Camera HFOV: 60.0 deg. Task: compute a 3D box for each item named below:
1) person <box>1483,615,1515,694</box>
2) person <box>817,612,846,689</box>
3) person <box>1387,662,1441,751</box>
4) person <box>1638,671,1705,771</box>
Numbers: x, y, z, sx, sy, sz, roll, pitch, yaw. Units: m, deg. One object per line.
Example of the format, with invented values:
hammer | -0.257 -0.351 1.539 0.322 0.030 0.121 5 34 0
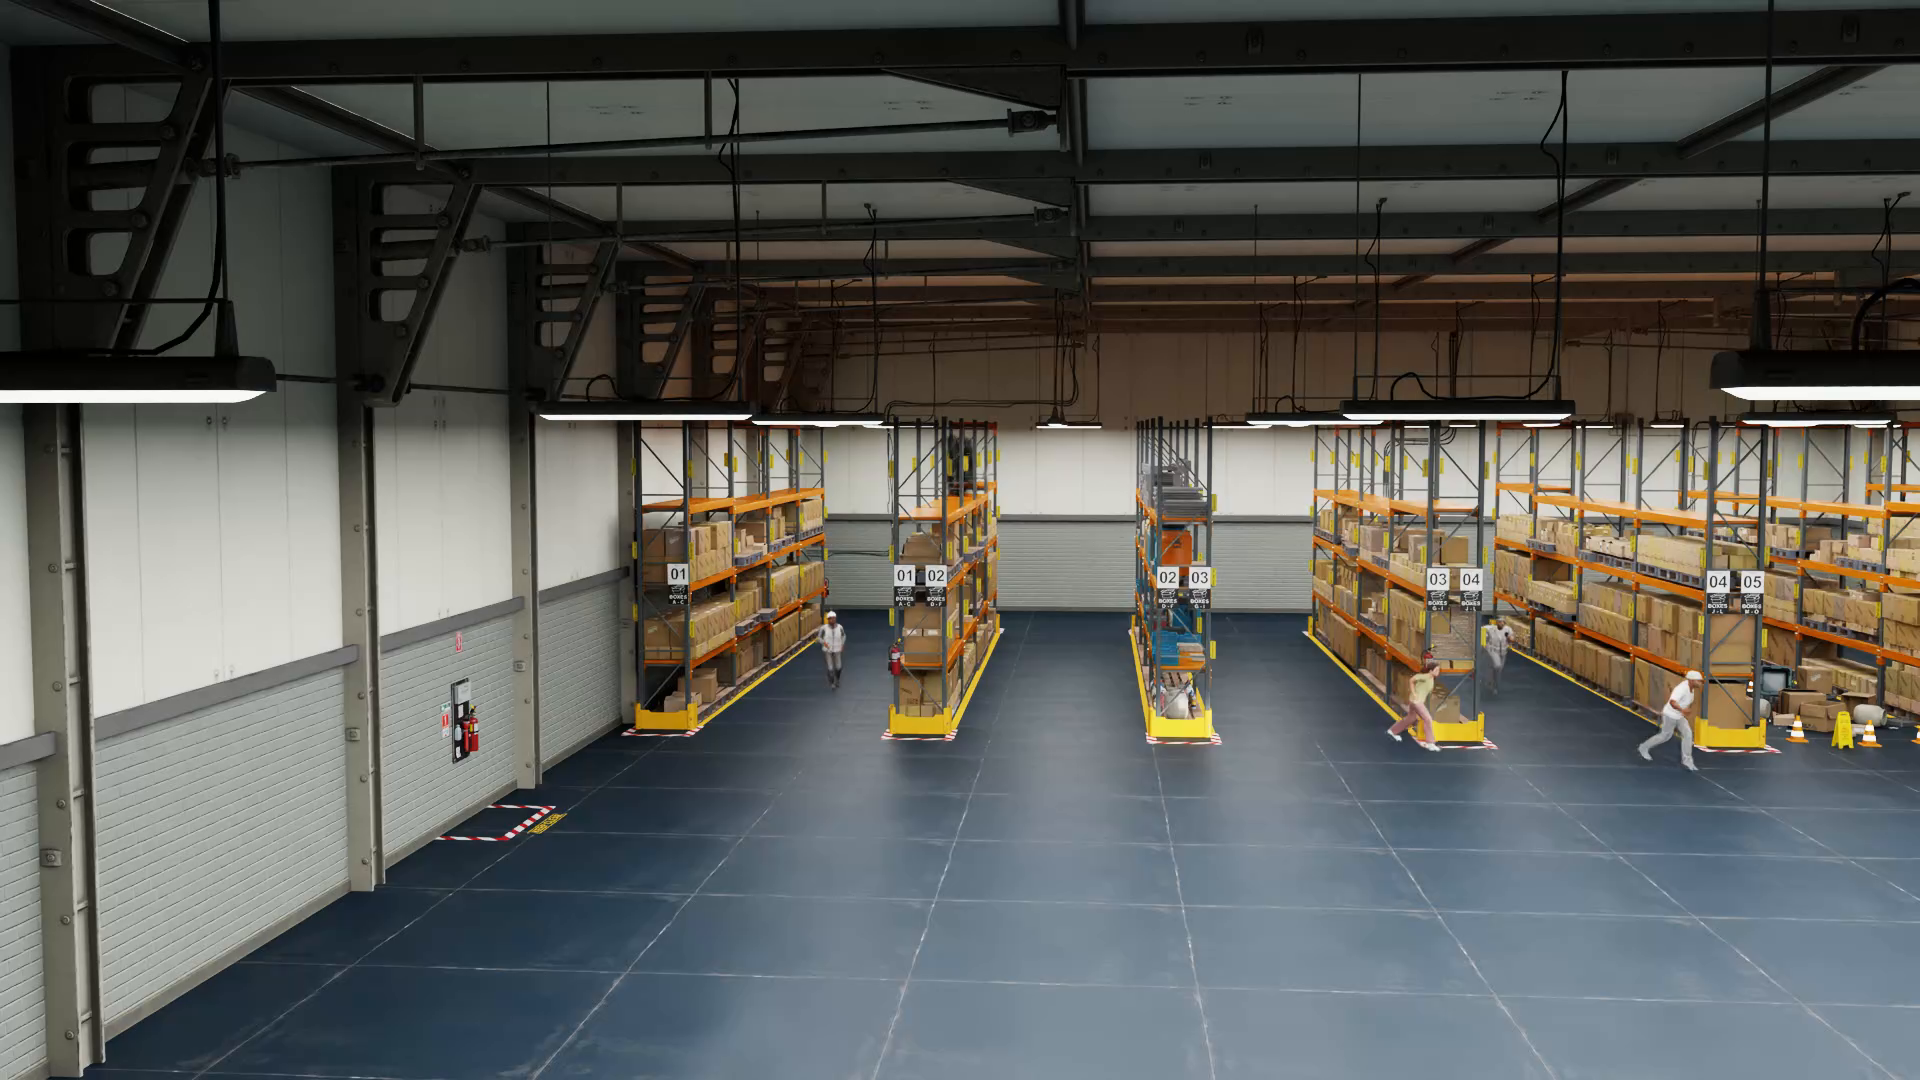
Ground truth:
person | 11.770 2.489 36.410 0.647 1.759 0.932 0 4 -4
person | -2.820 2.448 36.746 0.658 1.733 0.579 -1 4 -11
person | 8.206 2.983 30.064 1.003 1.625 0.617 3 5 40
person | 12.133 3.047 28.382 1.056 1.714 0.743 3 5 38
